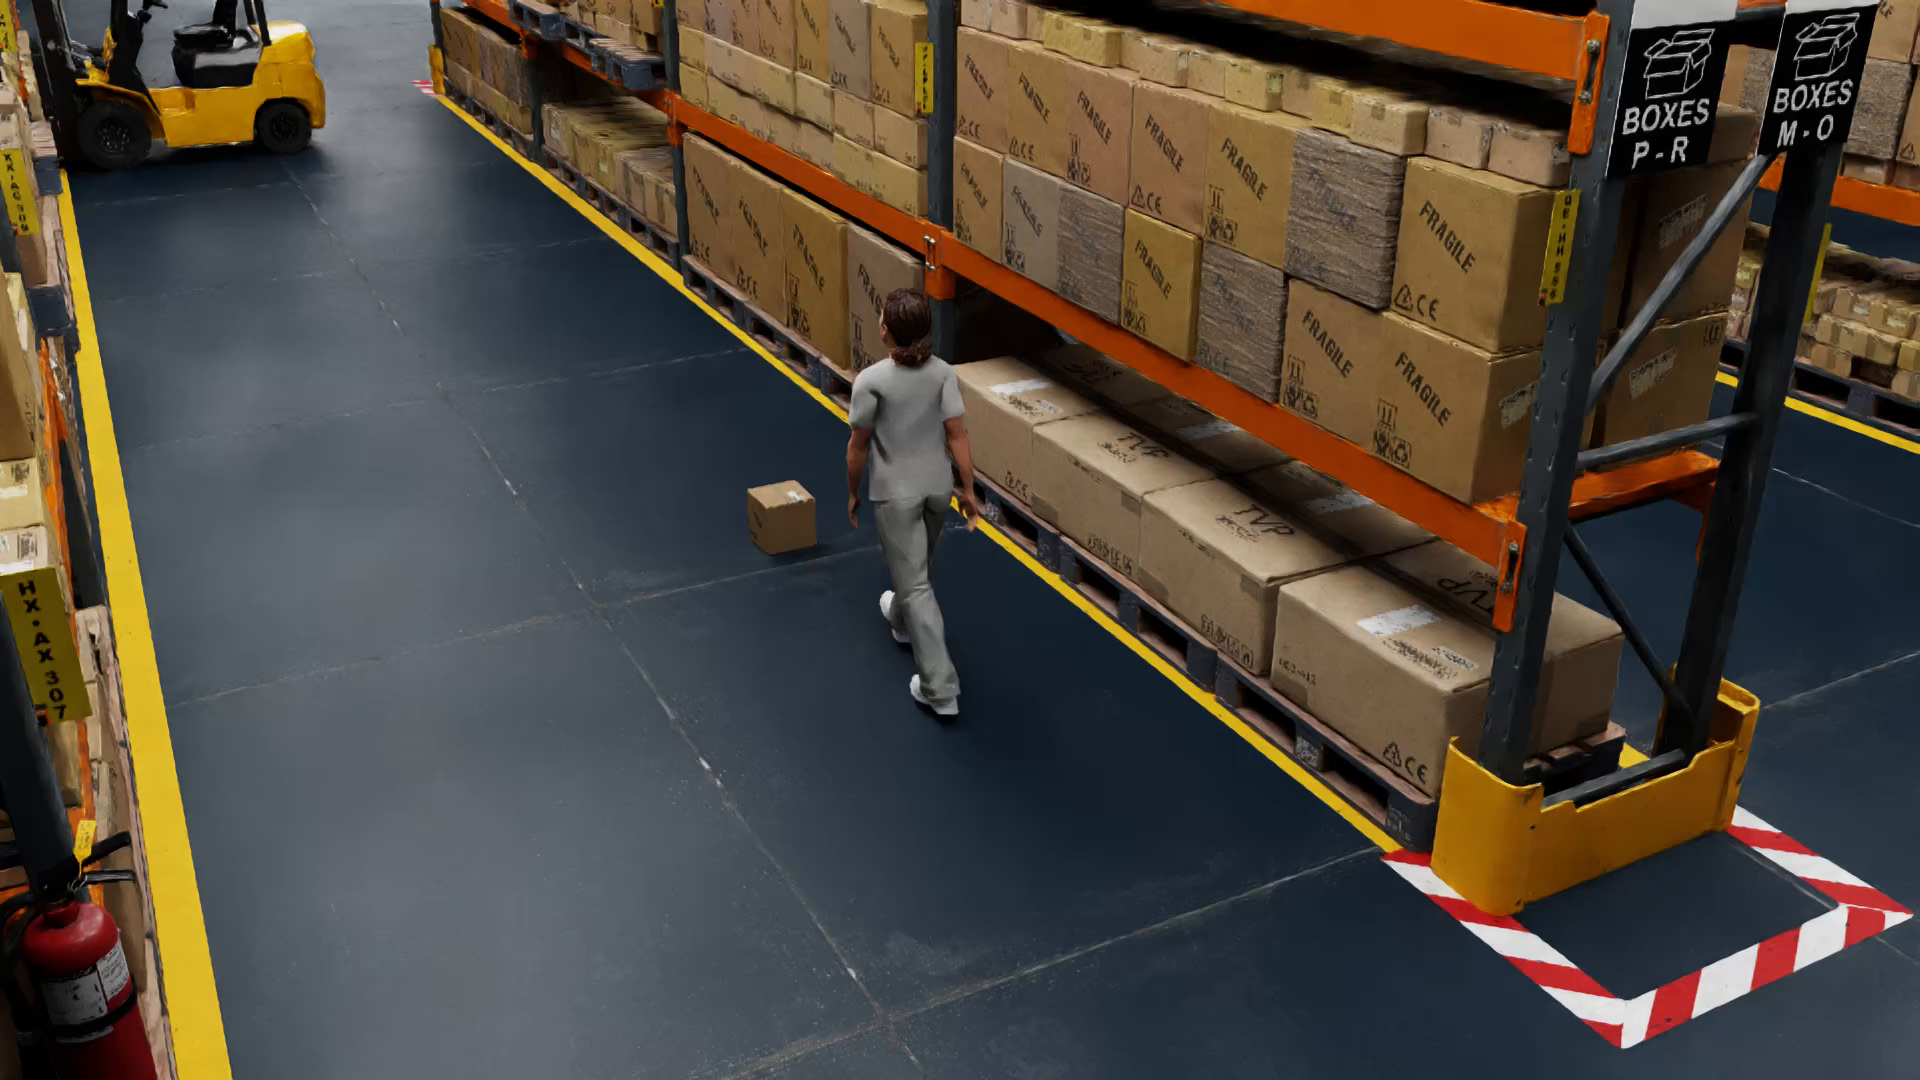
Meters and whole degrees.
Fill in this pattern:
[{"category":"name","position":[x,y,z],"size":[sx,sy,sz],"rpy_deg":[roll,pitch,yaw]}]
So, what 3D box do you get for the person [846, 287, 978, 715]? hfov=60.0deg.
[{"category":"person","position":[-0.226,-0.198,6.551],"size":[0.456,1.619,0.953],"rpy_deg":[-13,28,-24]}]
